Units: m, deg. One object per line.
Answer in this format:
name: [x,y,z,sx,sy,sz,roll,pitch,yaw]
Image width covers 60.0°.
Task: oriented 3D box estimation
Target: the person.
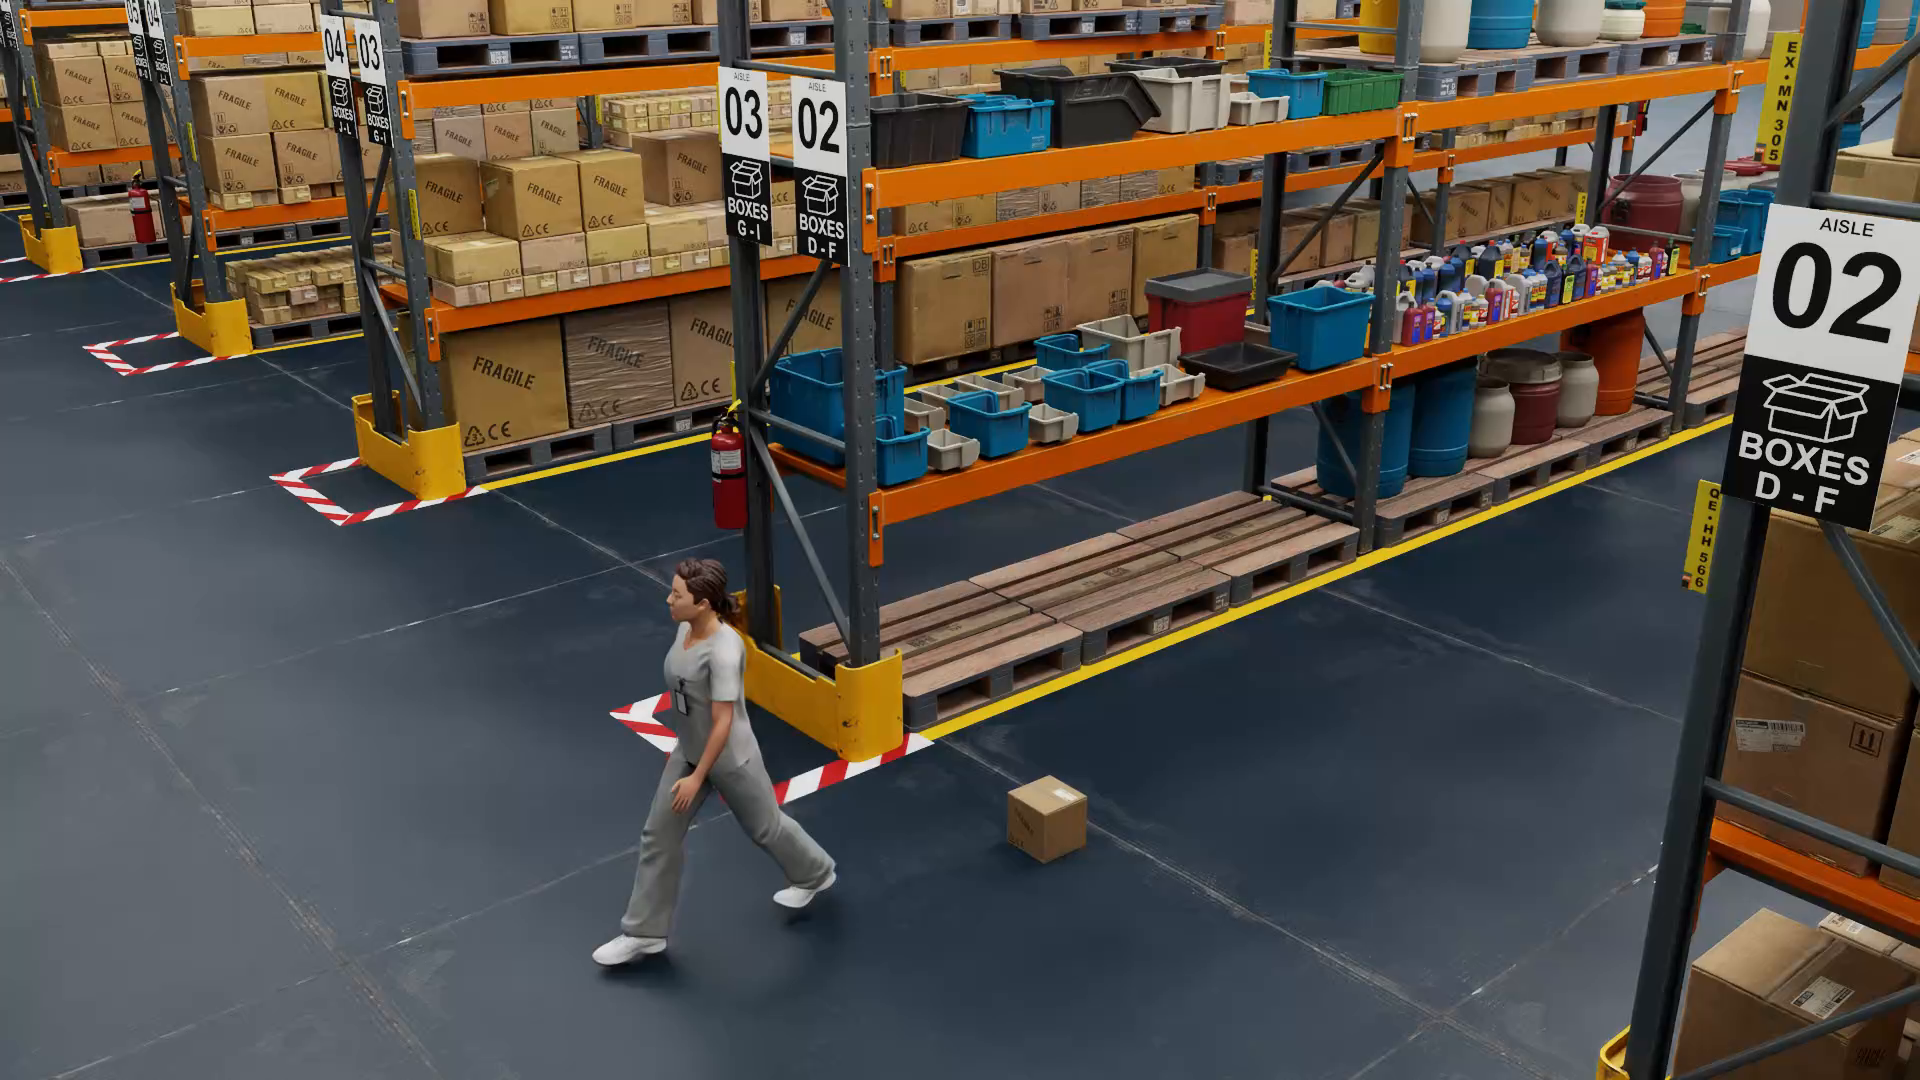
person: [-0.969,0.829,6.446,1.058,1.612,0.467,-15,26,-34]
